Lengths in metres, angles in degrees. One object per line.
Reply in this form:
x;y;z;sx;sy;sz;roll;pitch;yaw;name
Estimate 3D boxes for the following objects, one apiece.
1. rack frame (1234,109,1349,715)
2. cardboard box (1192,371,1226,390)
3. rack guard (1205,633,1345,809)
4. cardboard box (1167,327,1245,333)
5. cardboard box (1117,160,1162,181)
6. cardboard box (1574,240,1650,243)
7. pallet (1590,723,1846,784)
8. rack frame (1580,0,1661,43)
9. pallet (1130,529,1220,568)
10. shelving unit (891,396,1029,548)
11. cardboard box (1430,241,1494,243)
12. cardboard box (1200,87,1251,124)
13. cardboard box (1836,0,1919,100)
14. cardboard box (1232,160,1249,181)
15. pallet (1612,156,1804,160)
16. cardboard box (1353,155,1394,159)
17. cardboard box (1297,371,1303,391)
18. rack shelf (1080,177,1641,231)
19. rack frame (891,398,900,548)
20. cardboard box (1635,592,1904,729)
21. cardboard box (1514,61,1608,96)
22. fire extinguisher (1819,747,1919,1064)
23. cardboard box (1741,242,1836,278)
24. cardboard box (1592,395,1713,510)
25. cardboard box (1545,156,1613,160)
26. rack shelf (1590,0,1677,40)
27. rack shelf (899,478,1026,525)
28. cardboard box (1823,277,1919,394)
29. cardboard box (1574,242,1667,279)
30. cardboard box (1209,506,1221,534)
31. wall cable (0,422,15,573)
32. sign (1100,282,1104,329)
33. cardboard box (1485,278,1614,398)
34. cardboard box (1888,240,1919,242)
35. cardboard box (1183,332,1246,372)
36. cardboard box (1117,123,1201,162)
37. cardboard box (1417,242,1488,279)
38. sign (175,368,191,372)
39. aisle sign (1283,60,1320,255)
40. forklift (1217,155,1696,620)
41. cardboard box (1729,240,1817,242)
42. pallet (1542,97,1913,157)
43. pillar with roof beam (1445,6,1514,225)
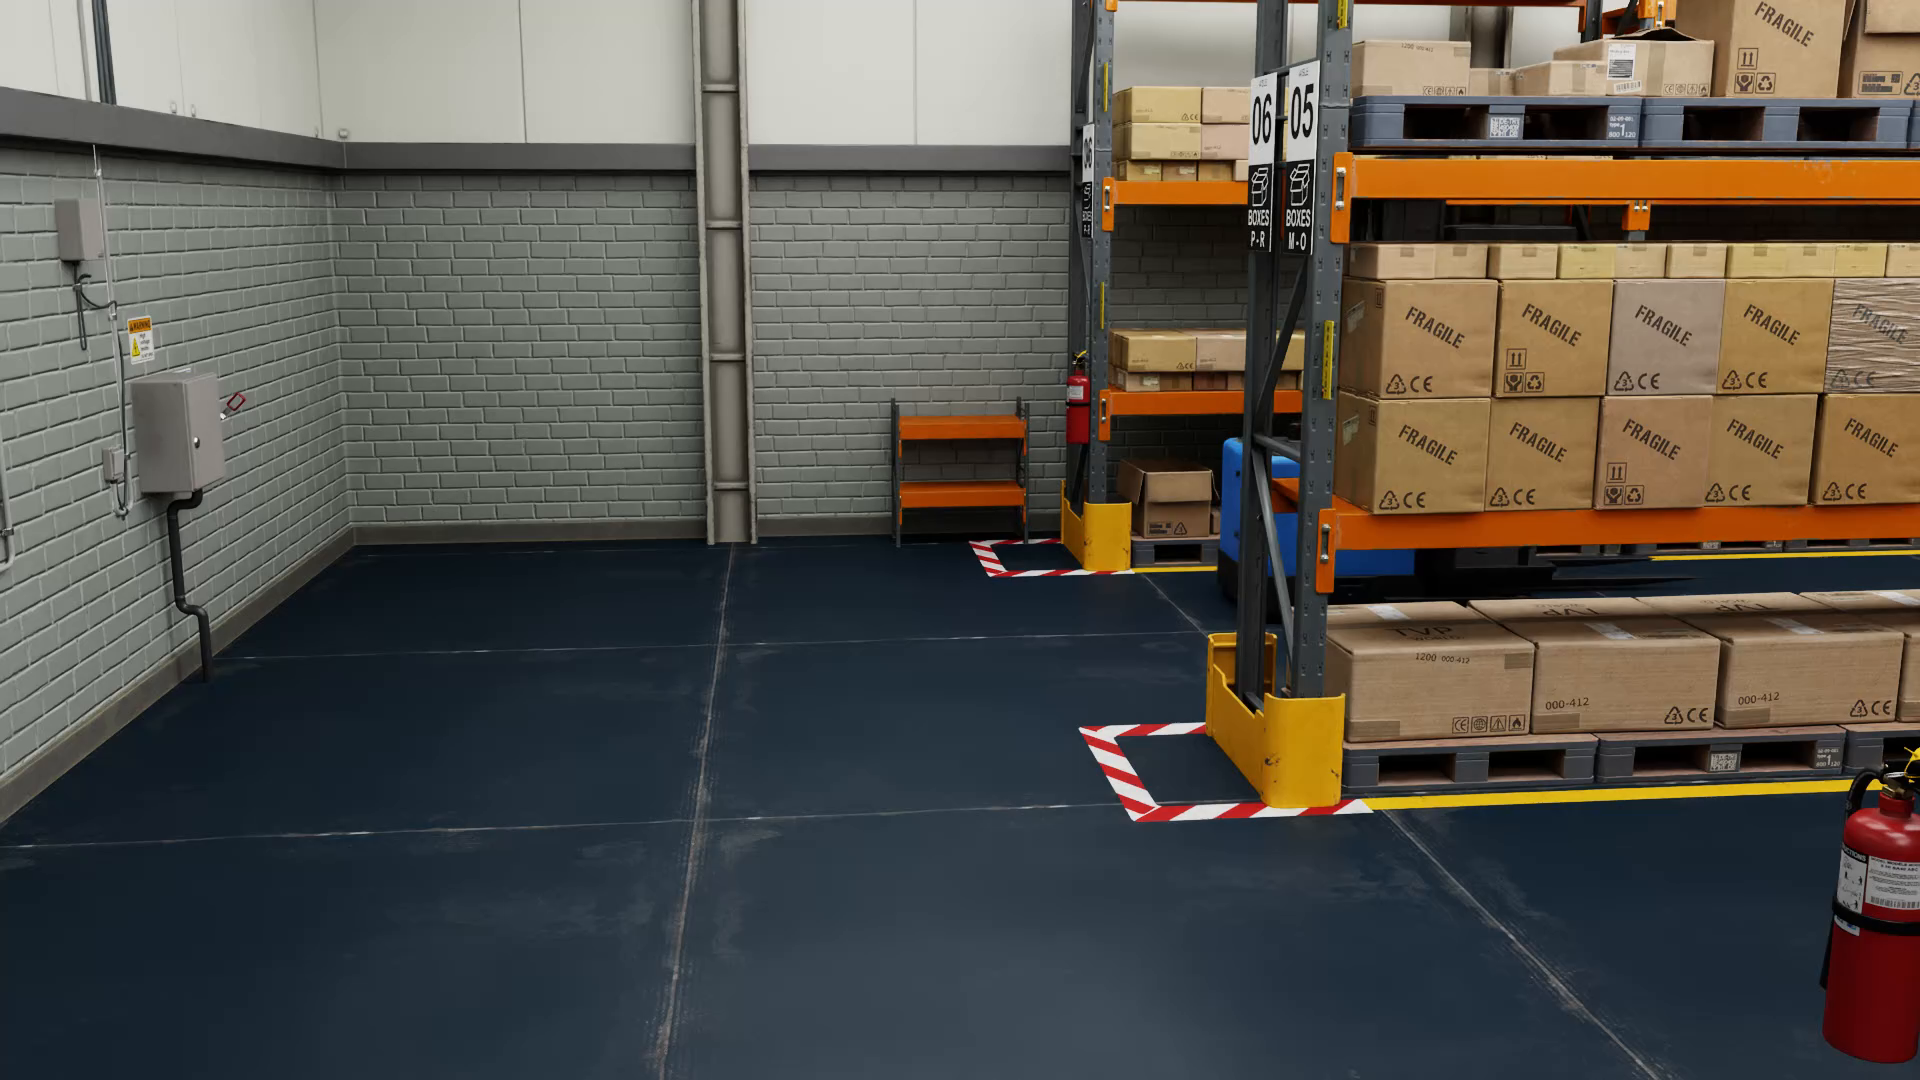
1.493;-0.401;7.631;0.127;3.000;1.000;-1;11;-6;rack frame
1.815;-1.210;12.398;0.250;0.149;0.380;-1;11;-7;cardboard box
1.469;0.826;7.869;0.348;0.500;1.175;-1;11;-6;rack guard
1.895;-1.496;12.819;0.500;0.250;0.500;-1;11;-6;cardboard box
1.295;-2.663;12.014;0.250;0.149;0.380;-1;11;-5;cardboard box
3.091;-1.342;7.884;0.250;0.149;0.380;-1;11;-5;cardboard box
3.490;0.911;8.187;1.213;0.211;1.003;-1;11;-6;pallet
4.930;-4.380;12.318;0.127;3.000;1.000;-1;11;-6;rack frame
1.821;-0.003;12.835;1.213;0.211;1.003;-1;11;-6;pallet
-0.006;-0.552;13.258;1.048;1.125;0.538;-1;11;-6;shelving unit
2.325;-1.336;7.855;0.250;0.149;0.380;-1;11;-7;cardboard box
1.929;-3.110;11.958;0.500;0.250;0.500;-1;11;-6;cardboard box
4.132;-2.228;7.531;0.637;0.503;0.797;0;11;-2;cardboard box
2.069;-2.661;12.004;0.250;0.149;0.380;-1;11;-5;cardboard box
5.586;-2.816;12.626;1.003;0.211;1.213;-1;11;-6;pallet
2.949;-2.892;12.143;0.500;0.250;0.500;-1;11;-7;cardboard box
2.596;-1.201;12.352;0.250;0.149;0.380;-2;11;-8;cardboard box
2.941;-2.513;12.464;4.000;0.370;1.077;-1;11;-6;rack shelf
-0.511;-0.541;13.203;0.032;1.125;0.500;-1;11;-6;rack frame
3.944;0.578;8.204;0.875;0.438;0.875;-2;11;-8;cardboard box
2.599;-1.983;7.206;0.250;0.149;0.380;-1;11;-4;cardboard box
1.828;0.684;3.280;0.183;0.674;0.296;-1;11;-6;fire extinguisher
3.677;-1.252;7.428;0.250;0.149;0.380;-1;11;-6;cardboard box
3.009;-0.428;7.509;0.500;0.500;0.500;-1;11;-6;cardboard box
4.477;-2.922;12.297;0.500;0.250;0.500;-1;11;-6;cardboard box
6.918;-3.872;12.637;4.000;0.370;1.077;-1;11;-6;rack shelf
-0.006;-0.312;13.305;1.000;0.278;0.538;-1;11;-6;rack shelf
4.020;-0.940;7.520;0.500;0.500;0.500;-1;11;-5;cardboard box
2.914;-1.240;7.367;0.250;0.149;0.380;-1;11;-6;cardboard box
1.998;-0.156;12.686;0.250;0.149;0.380;-2;11;-8;cardboard box
-4.110;-0.793;6.909;0.123;1.953;0.585;-1;11;-6;wall cable
1.012;-1.673;11.860;0.005;0.325;0.100;-1;11;-6;sign
2.514;-0.908;7.359;0.500;0.500;0.500;-2;11;-8;cardboard box
4.625;-1.363;7.995;0.250;0.149;0.380;-1;11;-7;cardboard box
1.935;-1.393;12.297;0.500;0.250;0.500;-1;11;-5;cardboard box
1.424;-2.854;11.949;0.500;0.250;0.500;-1;11;-7;cardboard box
2.129;-1.232;7.327;0.250;0.149;0.380;-1;11;-5;cardboard box
-4.451;-0.729;9.544;0.001;0.494;0.329;-1;11;-6;sign
1.453;-1.619;7.090;0.004;0.787;0.394;-1;11;-6;aisle sign
3.321;-1.016;10.940;3.031;2.935;1.130;-1;11;-4;forklift
3.863;-1.349;7.921;0.250;0.149;0.380;-1;11;-6;cardboard box
3.445;-1.873;7.571;1.213;0.211;1.003;-1;11;-6;pallet
4.605;-3.712;8.924;0.400;9.000;9.100;-1;11;-6;pillar with roof beam
